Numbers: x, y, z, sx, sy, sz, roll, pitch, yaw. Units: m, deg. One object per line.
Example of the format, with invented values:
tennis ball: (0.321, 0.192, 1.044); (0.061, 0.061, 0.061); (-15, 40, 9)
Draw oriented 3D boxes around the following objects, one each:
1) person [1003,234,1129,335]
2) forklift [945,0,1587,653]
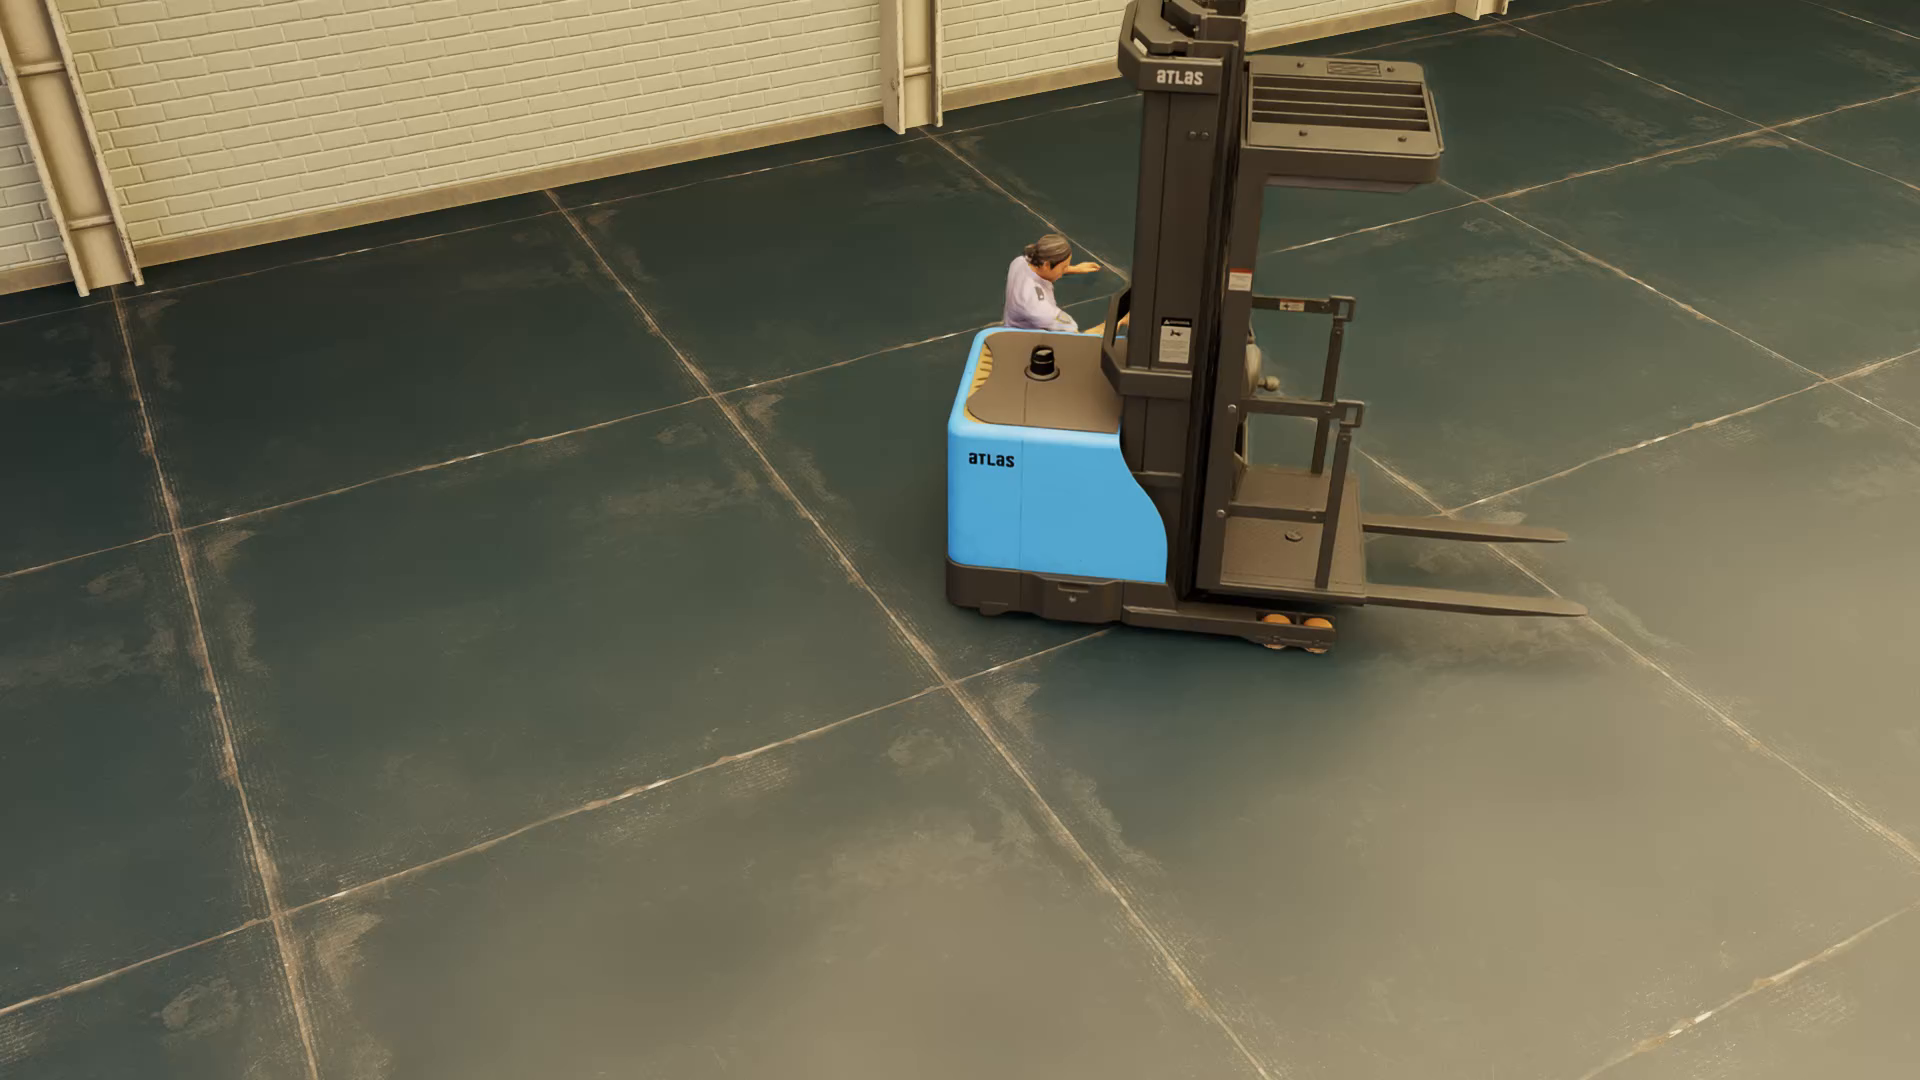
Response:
person: (0.567, -0.995, 8.848); (0.722, 1.410, 0.959); (-4, 35, -5)
forklift: (1.492, -0.991, 7.524); (3.031, 2.935, 1.130); (5, 36, 7)
